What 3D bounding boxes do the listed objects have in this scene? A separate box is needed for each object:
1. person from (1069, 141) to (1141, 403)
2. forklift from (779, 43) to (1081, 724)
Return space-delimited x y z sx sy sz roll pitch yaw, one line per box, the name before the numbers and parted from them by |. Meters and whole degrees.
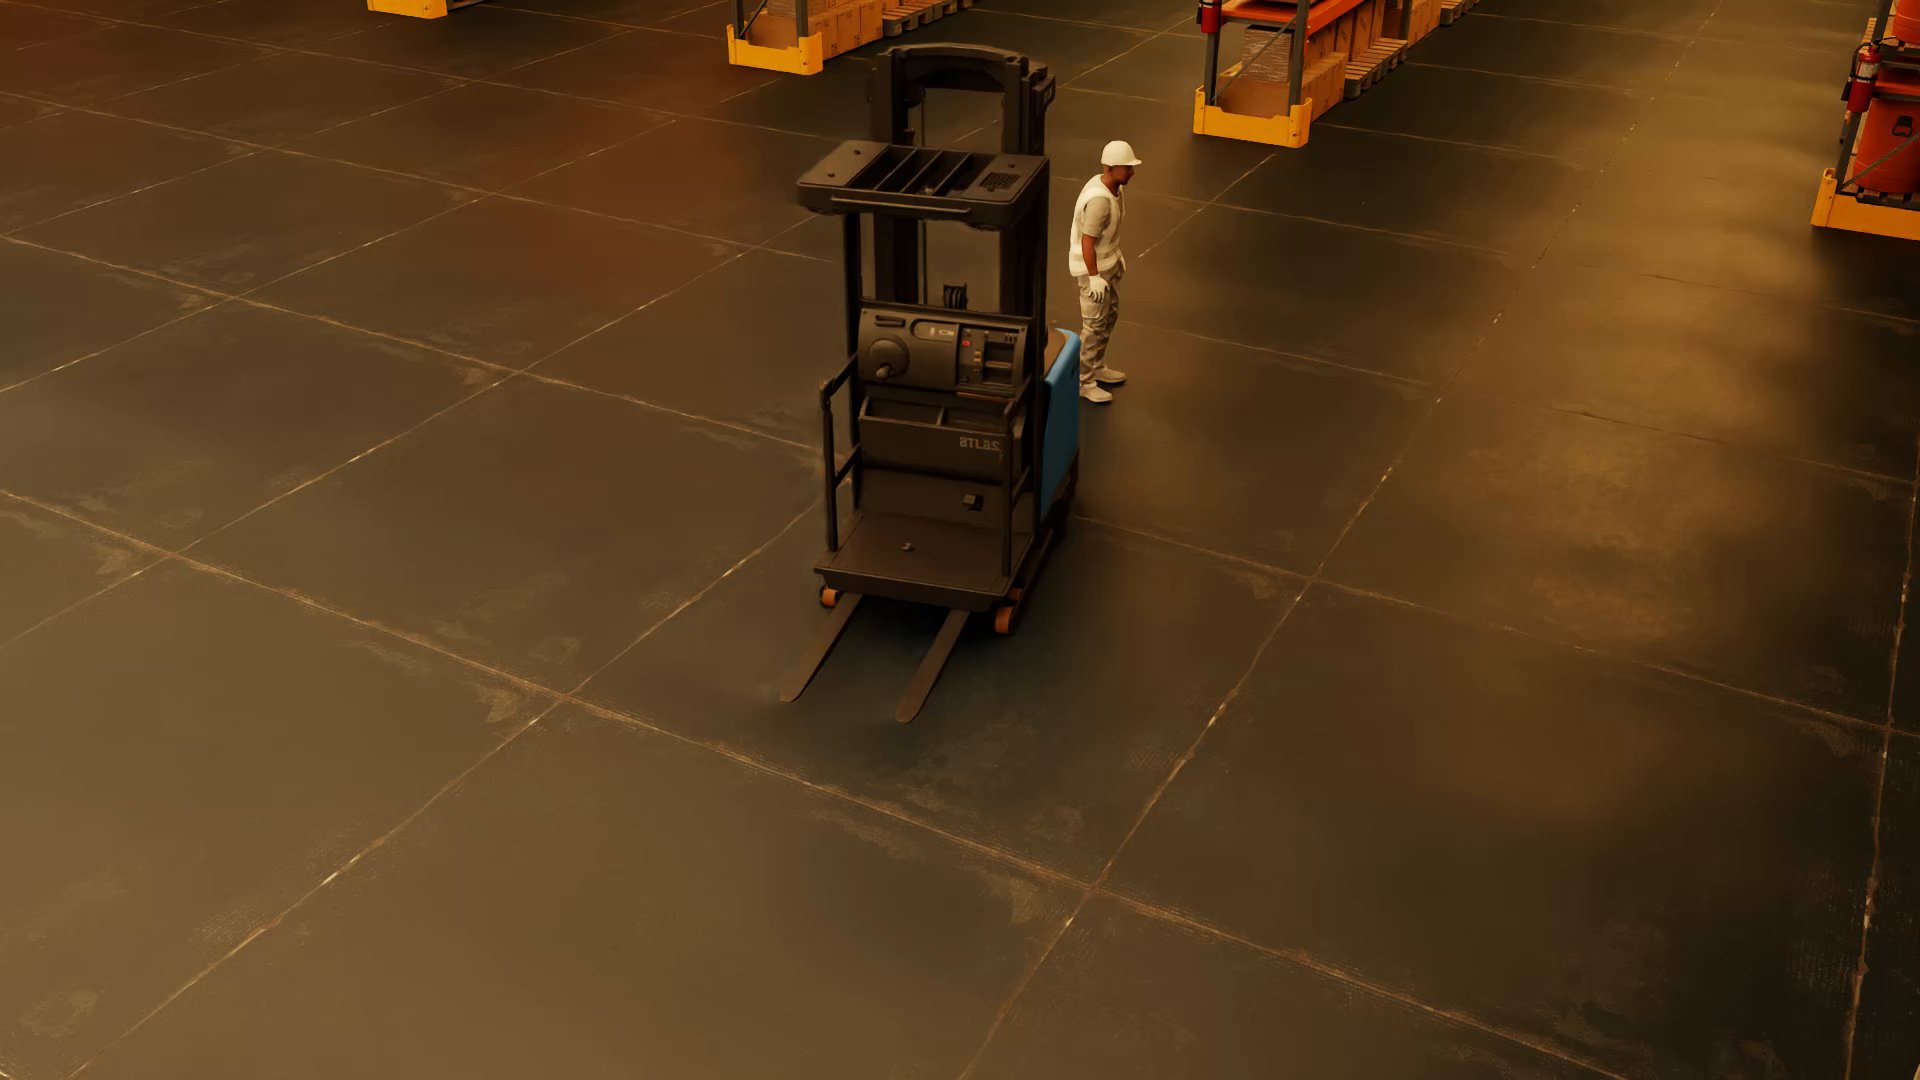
person | 0.988 -1.875 11.479 0.444 1.776 0.632 10 32 17
forklift | -0.154 -0.966 8.745 1.130 2.935 3.031 8 31 14
